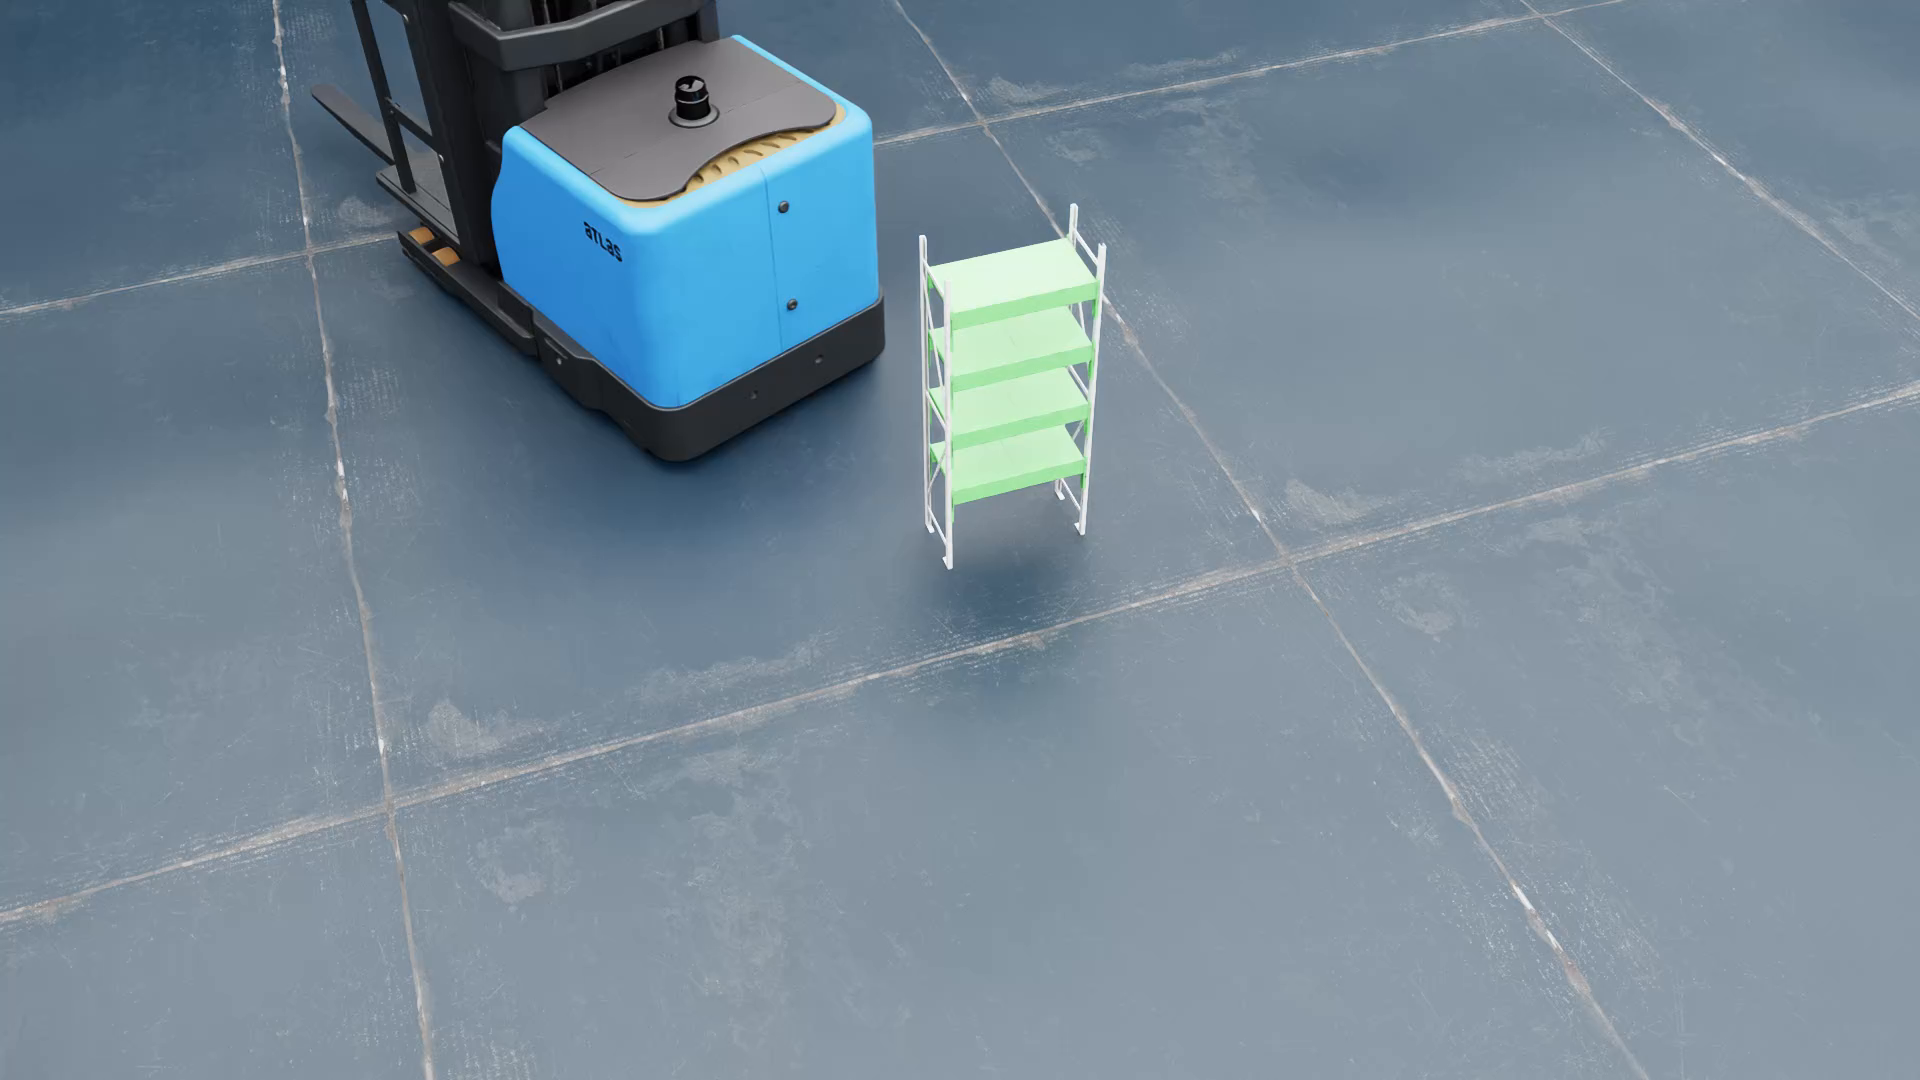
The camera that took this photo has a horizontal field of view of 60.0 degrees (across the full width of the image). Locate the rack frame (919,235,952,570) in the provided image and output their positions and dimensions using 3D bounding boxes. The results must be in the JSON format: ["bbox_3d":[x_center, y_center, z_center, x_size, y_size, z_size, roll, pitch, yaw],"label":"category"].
[{"bbox_3d":[-0.074,-0.405,5.306,0.015,1.200,0.240,-14,47,-14],"label":"rack frame"}]

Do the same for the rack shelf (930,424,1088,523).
[{"bbox_3d":[0.156,-0.249,5.580,0.480,0.148,0.258,-14,47,-14],"label":"rack shelf"}]

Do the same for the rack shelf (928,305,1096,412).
[{"bbox_3d":[0.156,-0.588,5.240,0.480,0.148,0.258,-14,47,-14],"label":"rack shelf"}]

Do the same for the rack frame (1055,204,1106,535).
[{"bbox_3d":[0.385,-0.522,5.423,0.015,1.200,0.240,-14,47,-14],"label":"rack frame"}]

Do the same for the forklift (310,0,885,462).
[{"bbox_3d":[-1.651,-2.274,5.947,1.130,2.935,3.031,-33,54,-28],"label":"forklift"}]

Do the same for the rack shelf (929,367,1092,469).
[{"bbox_3d":[0.156,-0.418,5.410,0.480,0.148,0.258,-14,47,-14],"label":"rack shelf"}]

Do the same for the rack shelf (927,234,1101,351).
[{"bbox_3d":[0.156,-0.757,5.070,0.480,0.148,0.258,-14,47,-14],"label":"rack shelf"}]

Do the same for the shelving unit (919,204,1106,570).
[{"bbox_3d":[0.156,-0.463,5.365,0.503,1.200,0.258,-14,47,-14],"label":"shelving unit"}]
